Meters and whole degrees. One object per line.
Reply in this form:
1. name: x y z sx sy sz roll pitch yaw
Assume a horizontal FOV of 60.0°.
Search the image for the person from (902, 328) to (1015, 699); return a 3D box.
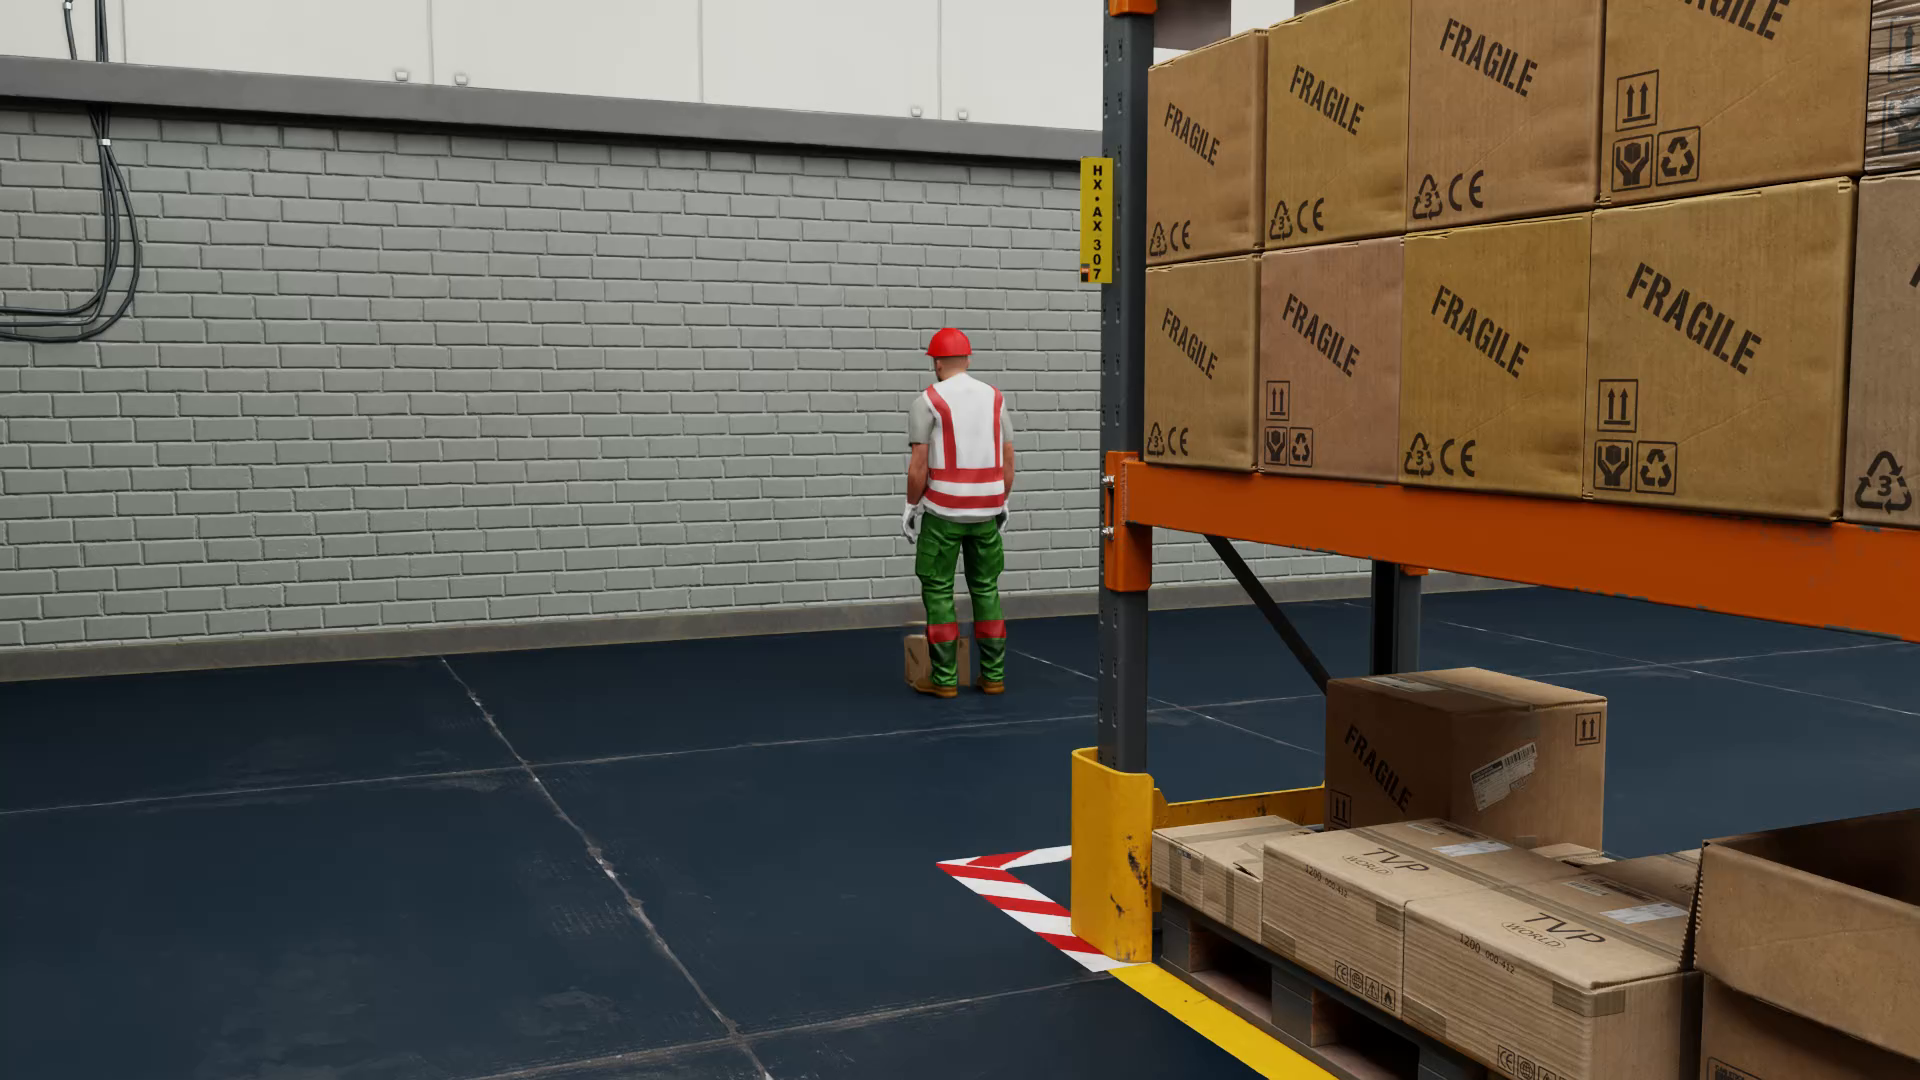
1. person: -0.006 -0.135 8.064 0.579 1.780 0.441 -3 6 -26
